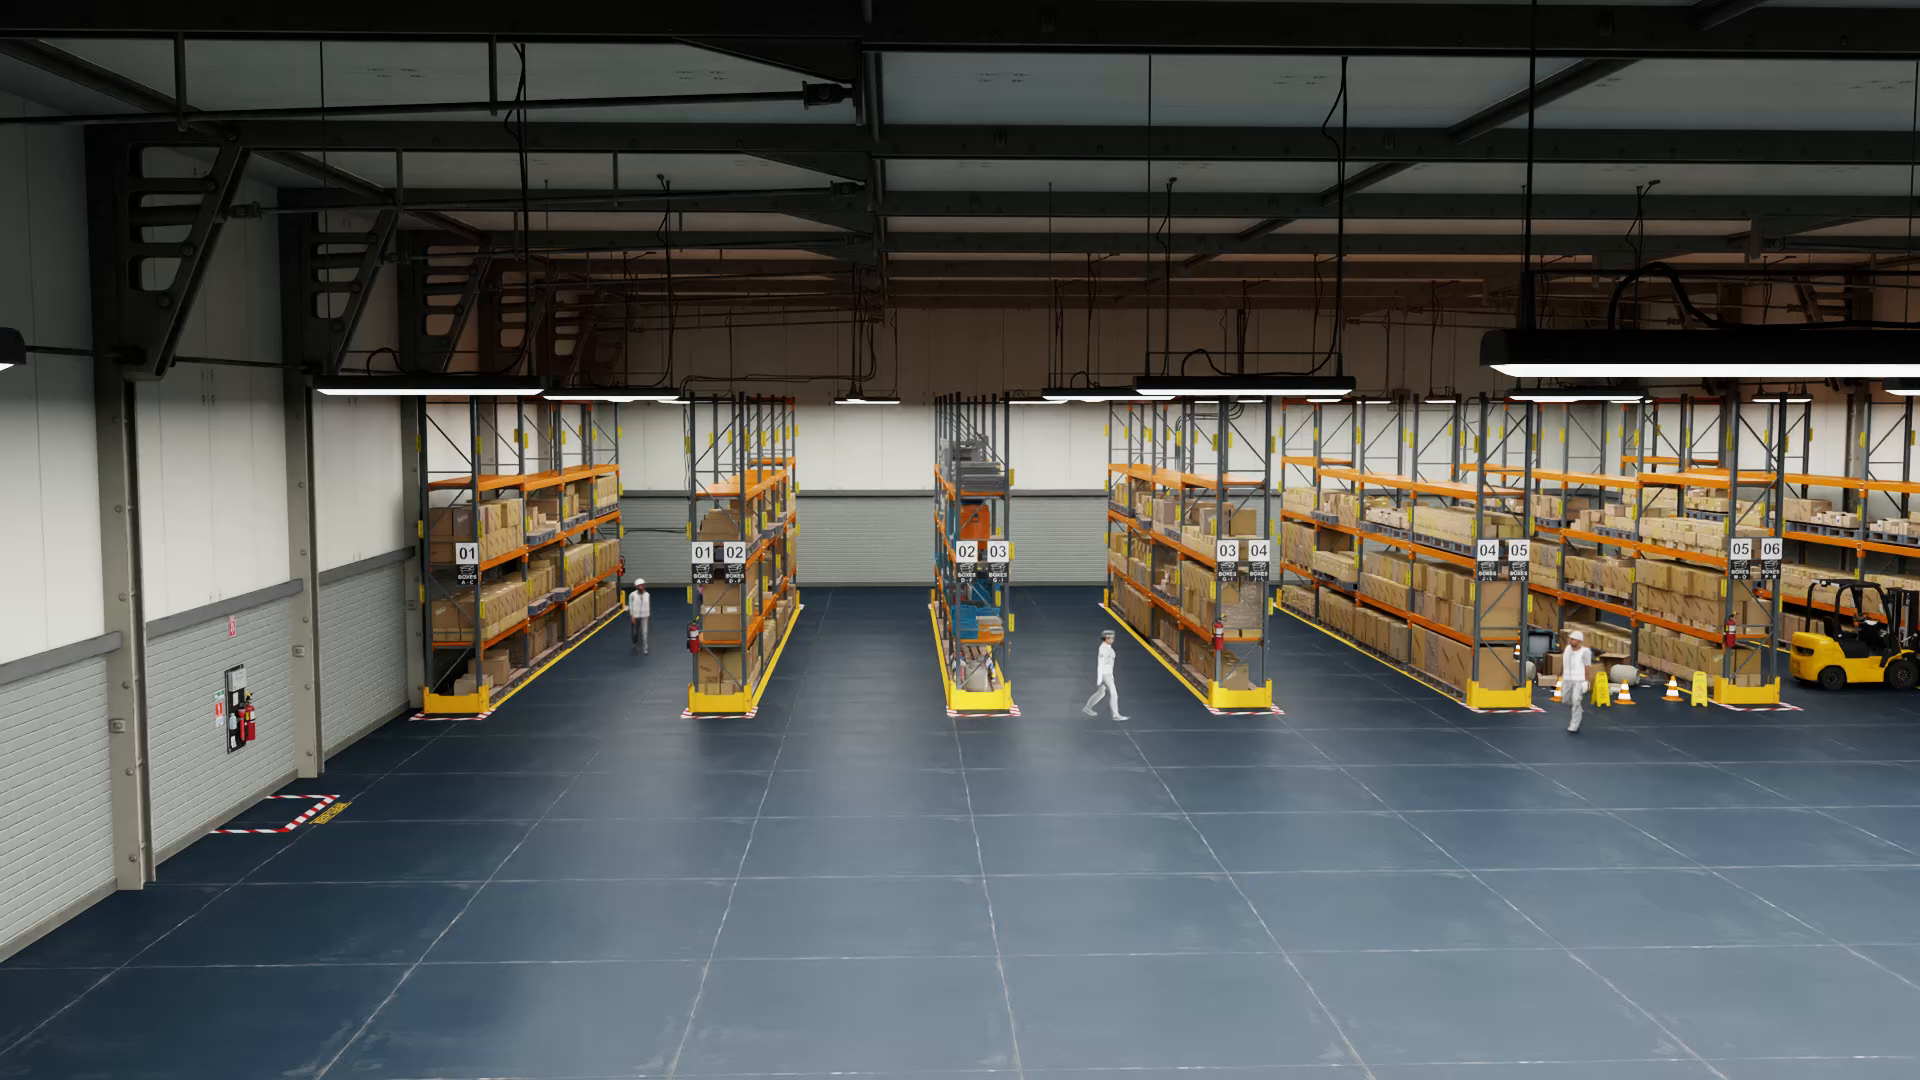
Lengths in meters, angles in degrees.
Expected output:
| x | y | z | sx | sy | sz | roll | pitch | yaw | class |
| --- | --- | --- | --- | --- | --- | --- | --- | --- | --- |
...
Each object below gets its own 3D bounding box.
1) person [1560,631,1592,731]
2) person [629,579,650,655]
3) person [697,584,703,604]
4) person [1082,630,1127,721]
| x | y | z | sx | sy | sz | roll | pitch | yaw | class |
| --- | --- | --- | --- | --- | --- | --- | --- | --- | --- |
| 10.910 | 2.473 | 29.390 | 0.722 | 1.767 | 0.550 | -4 | 6 | -44 | person |
| -7.420 | 1.762 | 38.498 | 0.493 | 1.733 | 1.017 | -1 | 5 | -12 | person |
| -6.773 | 1.423 | 44.202 | 0.508 | 1.486 | 0.786 | 1 | 5 | 9 | person |
| 2.665 | 2.466 | 30.503 | 0.847 | 1.628 | 0.487 | 1 | 5 | 12 | person |
